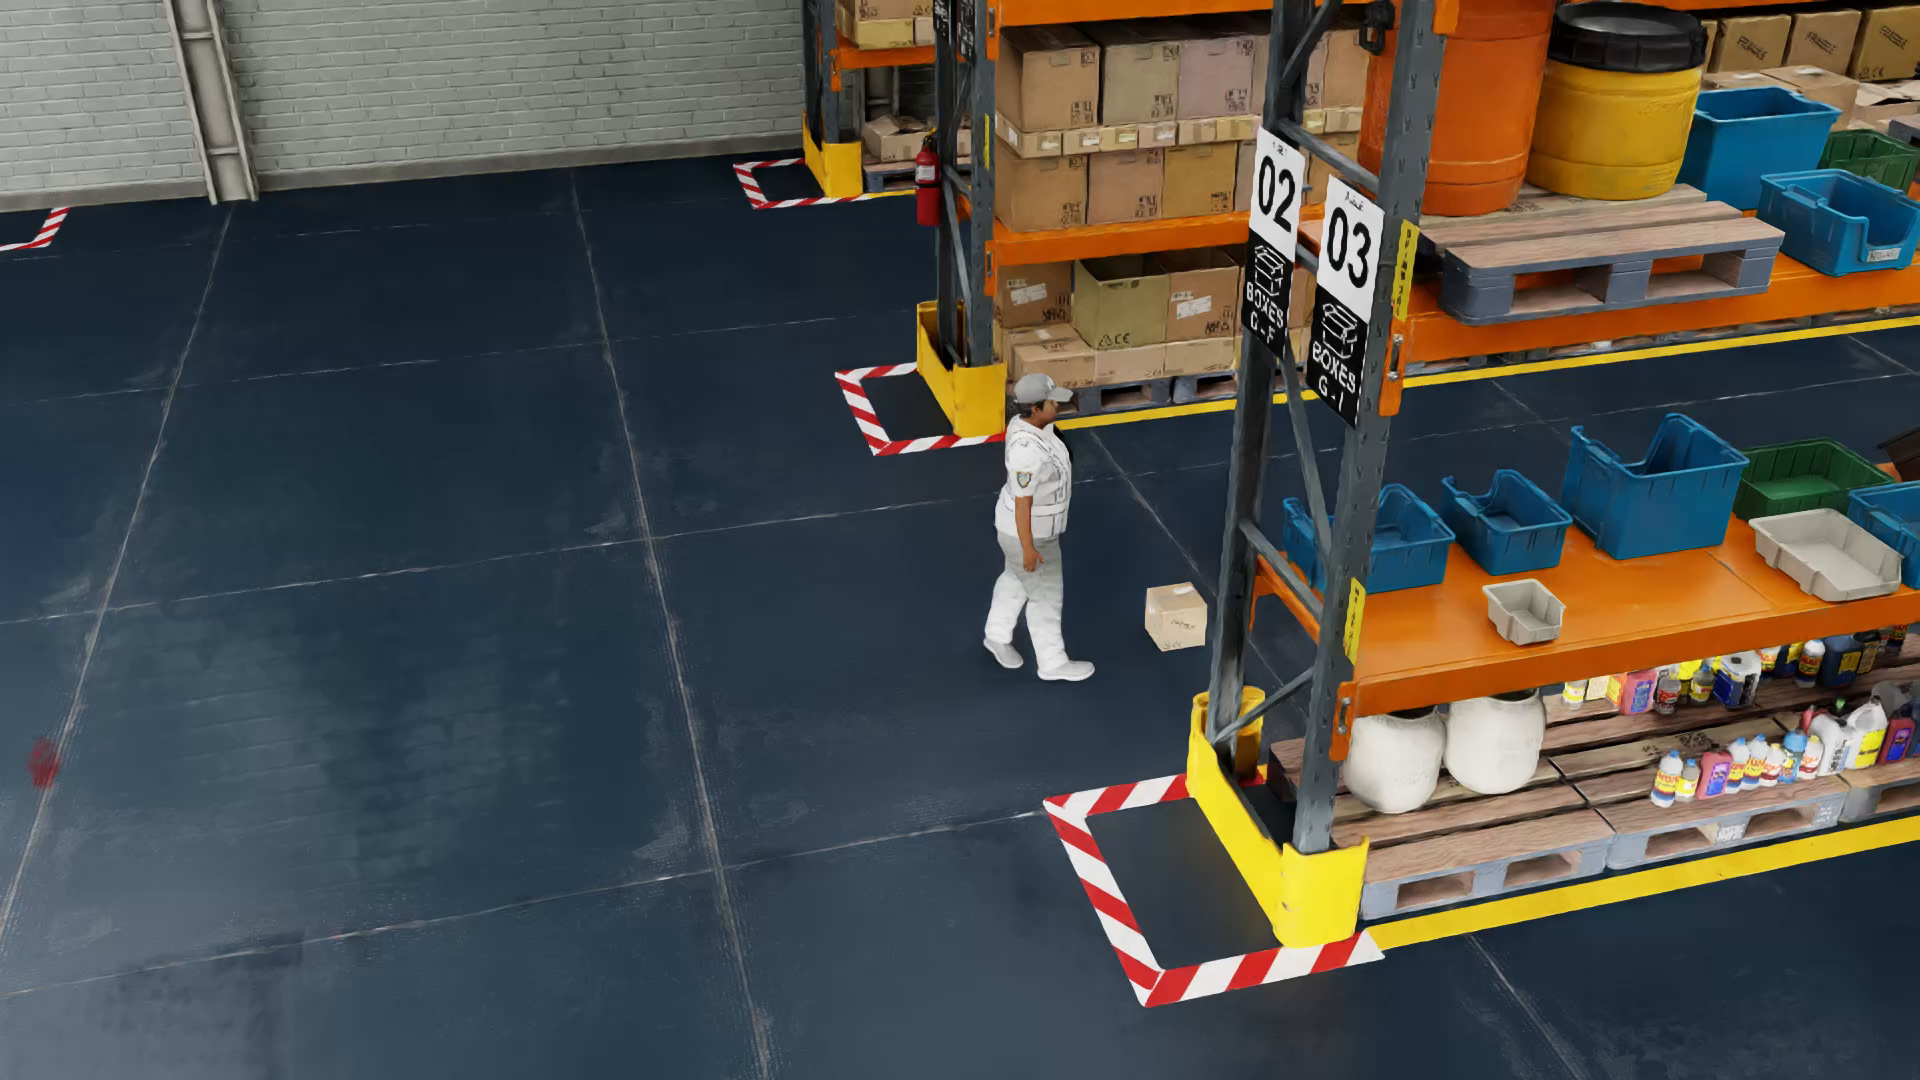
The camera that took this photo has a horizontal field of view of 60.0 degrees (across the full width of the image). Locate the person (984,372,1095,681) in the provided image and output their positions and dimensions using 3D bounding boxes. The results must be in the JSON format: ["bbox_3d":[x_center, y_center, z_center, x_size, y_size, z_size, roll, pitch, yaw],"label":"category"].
[{"bbox_3d":[0.415,-0.063,8.329,0.586,1.659,0.484,2,31,4],"label":"person"}]
